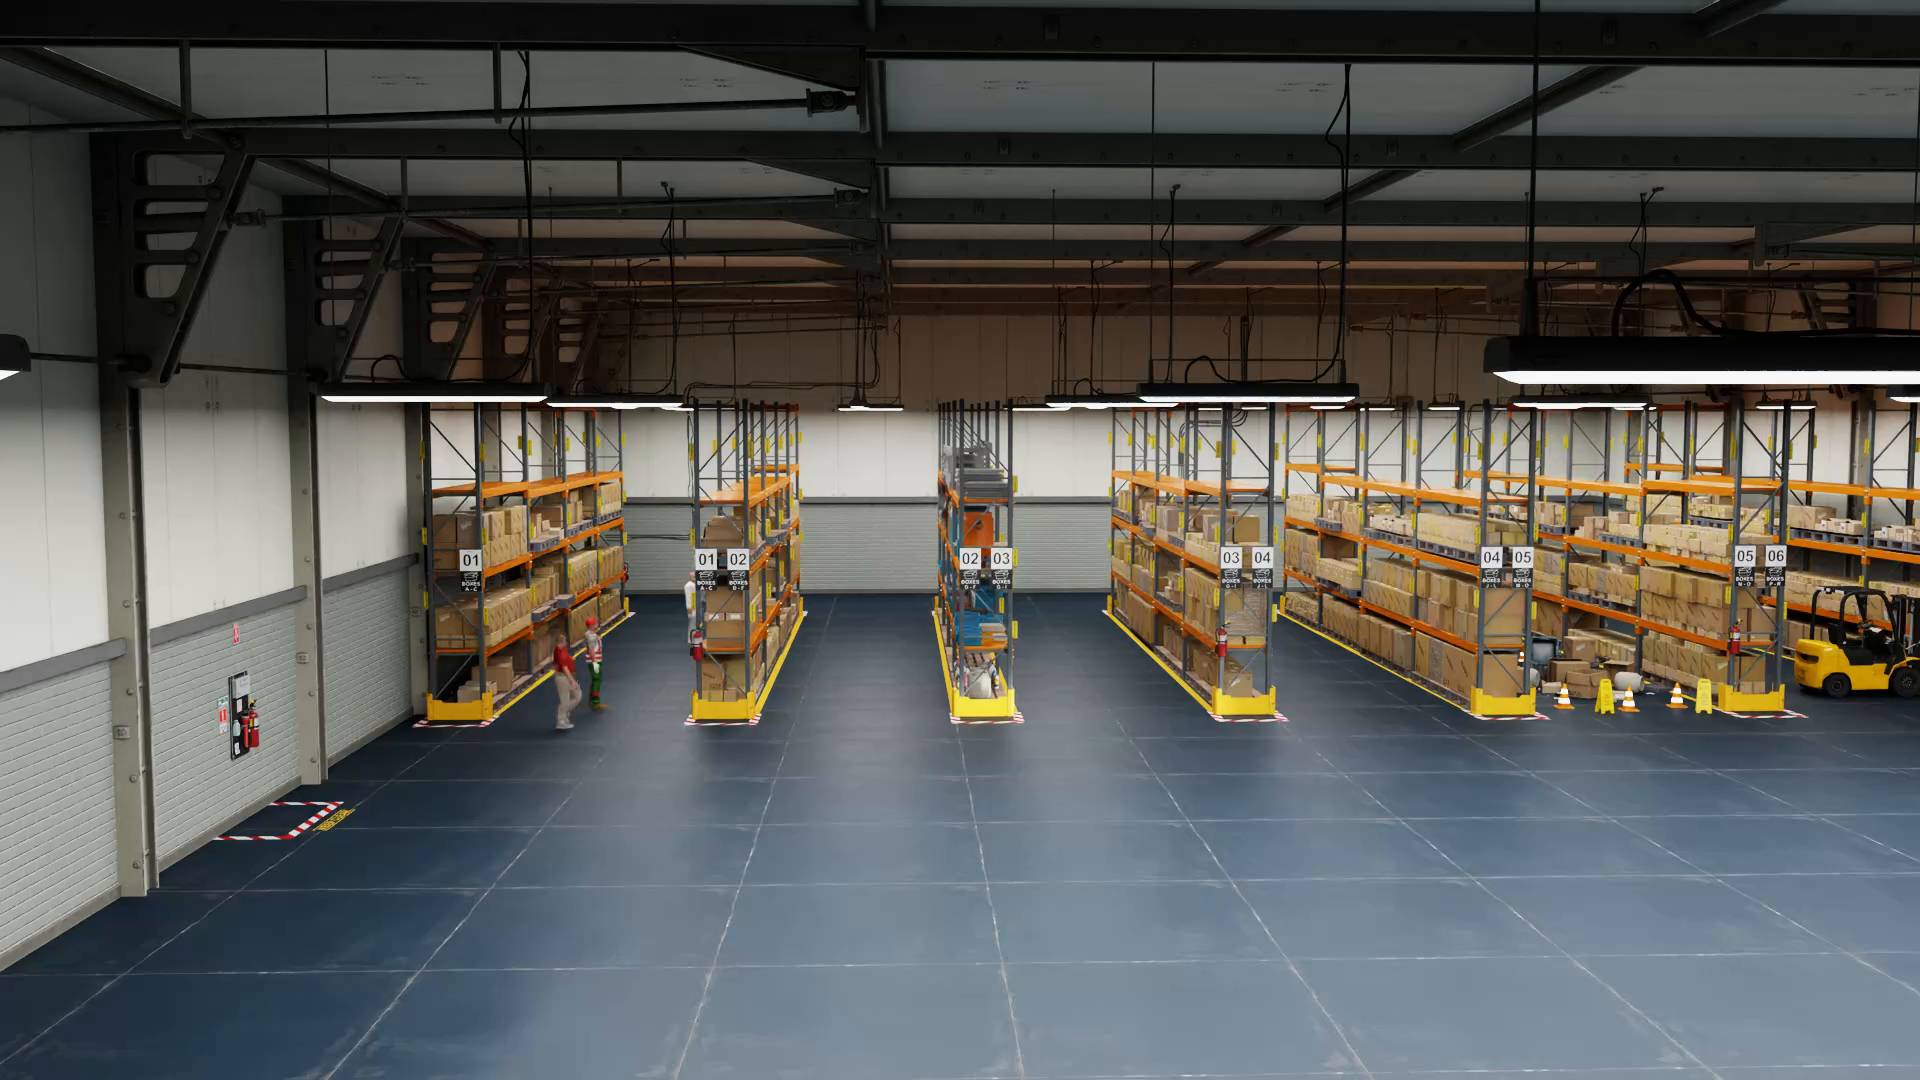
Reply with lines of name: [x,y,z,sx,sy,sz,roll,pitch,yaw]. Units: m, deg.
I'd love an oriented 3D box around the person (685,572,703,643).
person: [-6.573,1.688,41.467,0.501,1.783,0.603,0,4,2]

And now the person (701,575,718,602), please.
person: [-7.365,1.059,50.128,0.957,1.735,0.591,1,5,16]

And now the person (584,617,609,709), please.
person: [-7.077,2.402,32.342,0.483,1.830,0.610,0,4,-2]

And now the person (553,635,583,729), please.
person: [-7.147,2.571,30.098,0.519,1.727,0.555,0,4,6]
